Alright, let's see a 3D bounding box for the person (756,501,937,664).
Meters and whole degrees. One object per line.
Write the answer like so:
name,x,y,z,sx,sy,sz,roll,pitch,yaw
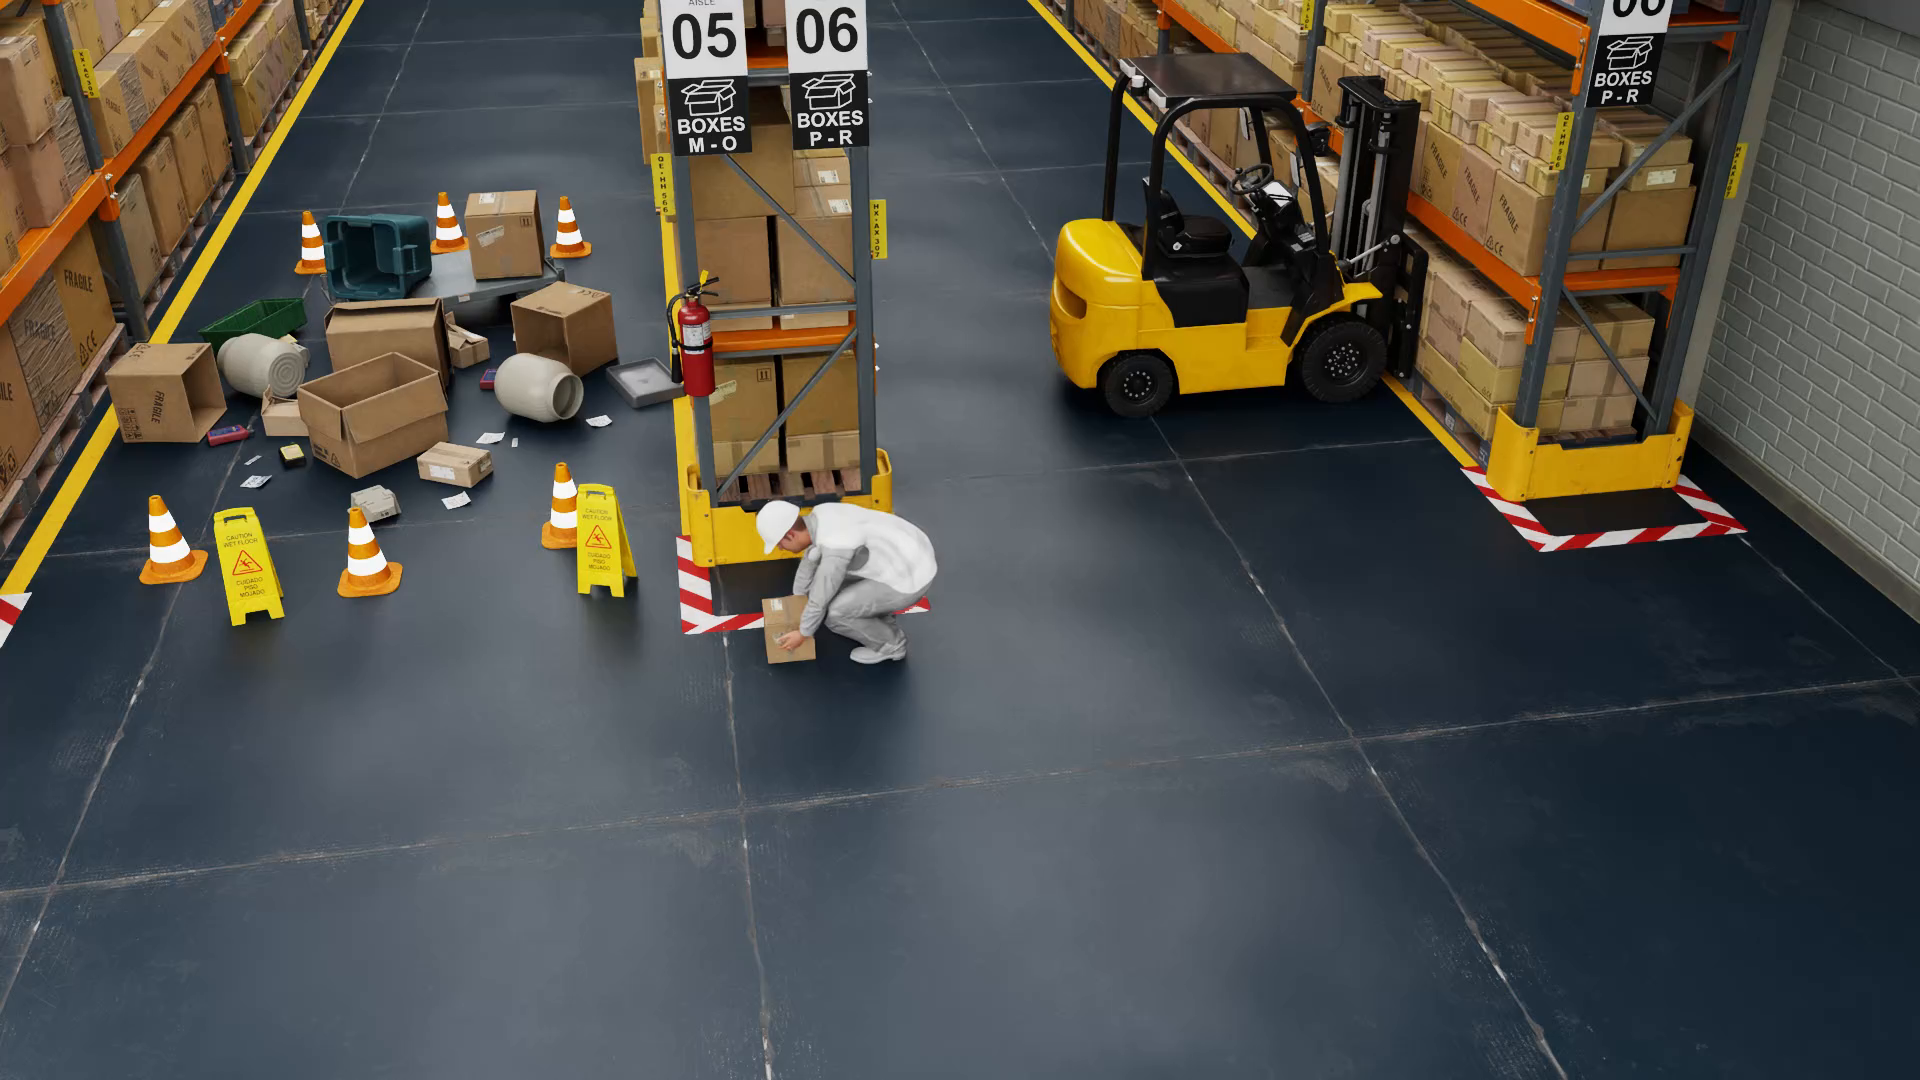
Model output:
person,-0.578,0.177,8.650,0.913,0.927,0.529,-3,31,-4
